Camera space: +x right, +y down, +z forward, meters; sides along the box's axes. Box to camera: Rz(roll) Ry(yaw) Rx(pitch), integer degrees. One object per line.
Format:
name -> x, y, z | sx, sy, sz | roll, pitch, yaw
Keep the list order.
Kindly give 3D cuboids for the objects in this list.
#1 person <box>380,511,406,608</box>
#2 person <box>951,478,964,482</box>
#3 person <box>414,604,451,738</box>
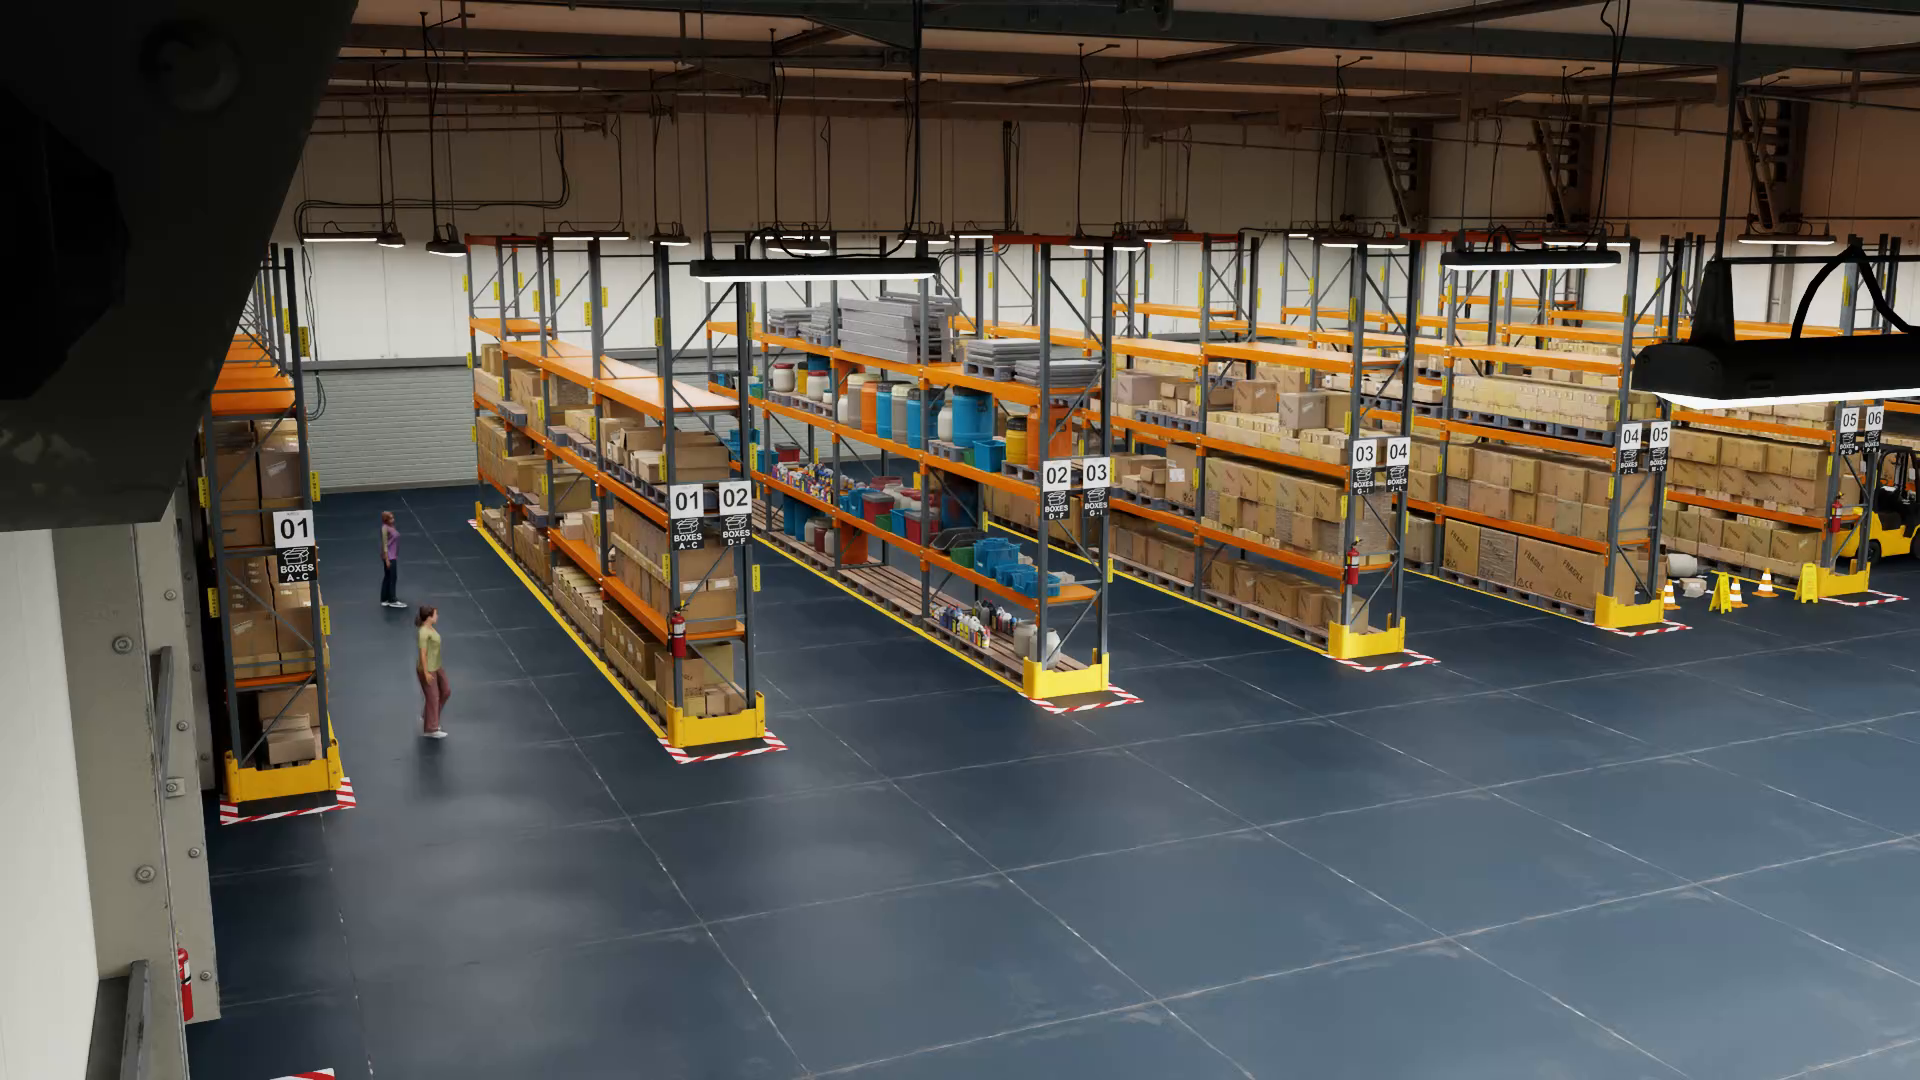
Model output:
person -> -9.379, 0.323, 27.383 | 0.403, 1.574, 0.431 | -4, 12, -19
person -> -0.061, -0.367, 30.595 | 0.538, 1.586, 0.994 | -4, 12, -18
person -> -6.570, 1.604, 20.516 | 0.468, 1.672, 0.549 | 1, 11, 5
